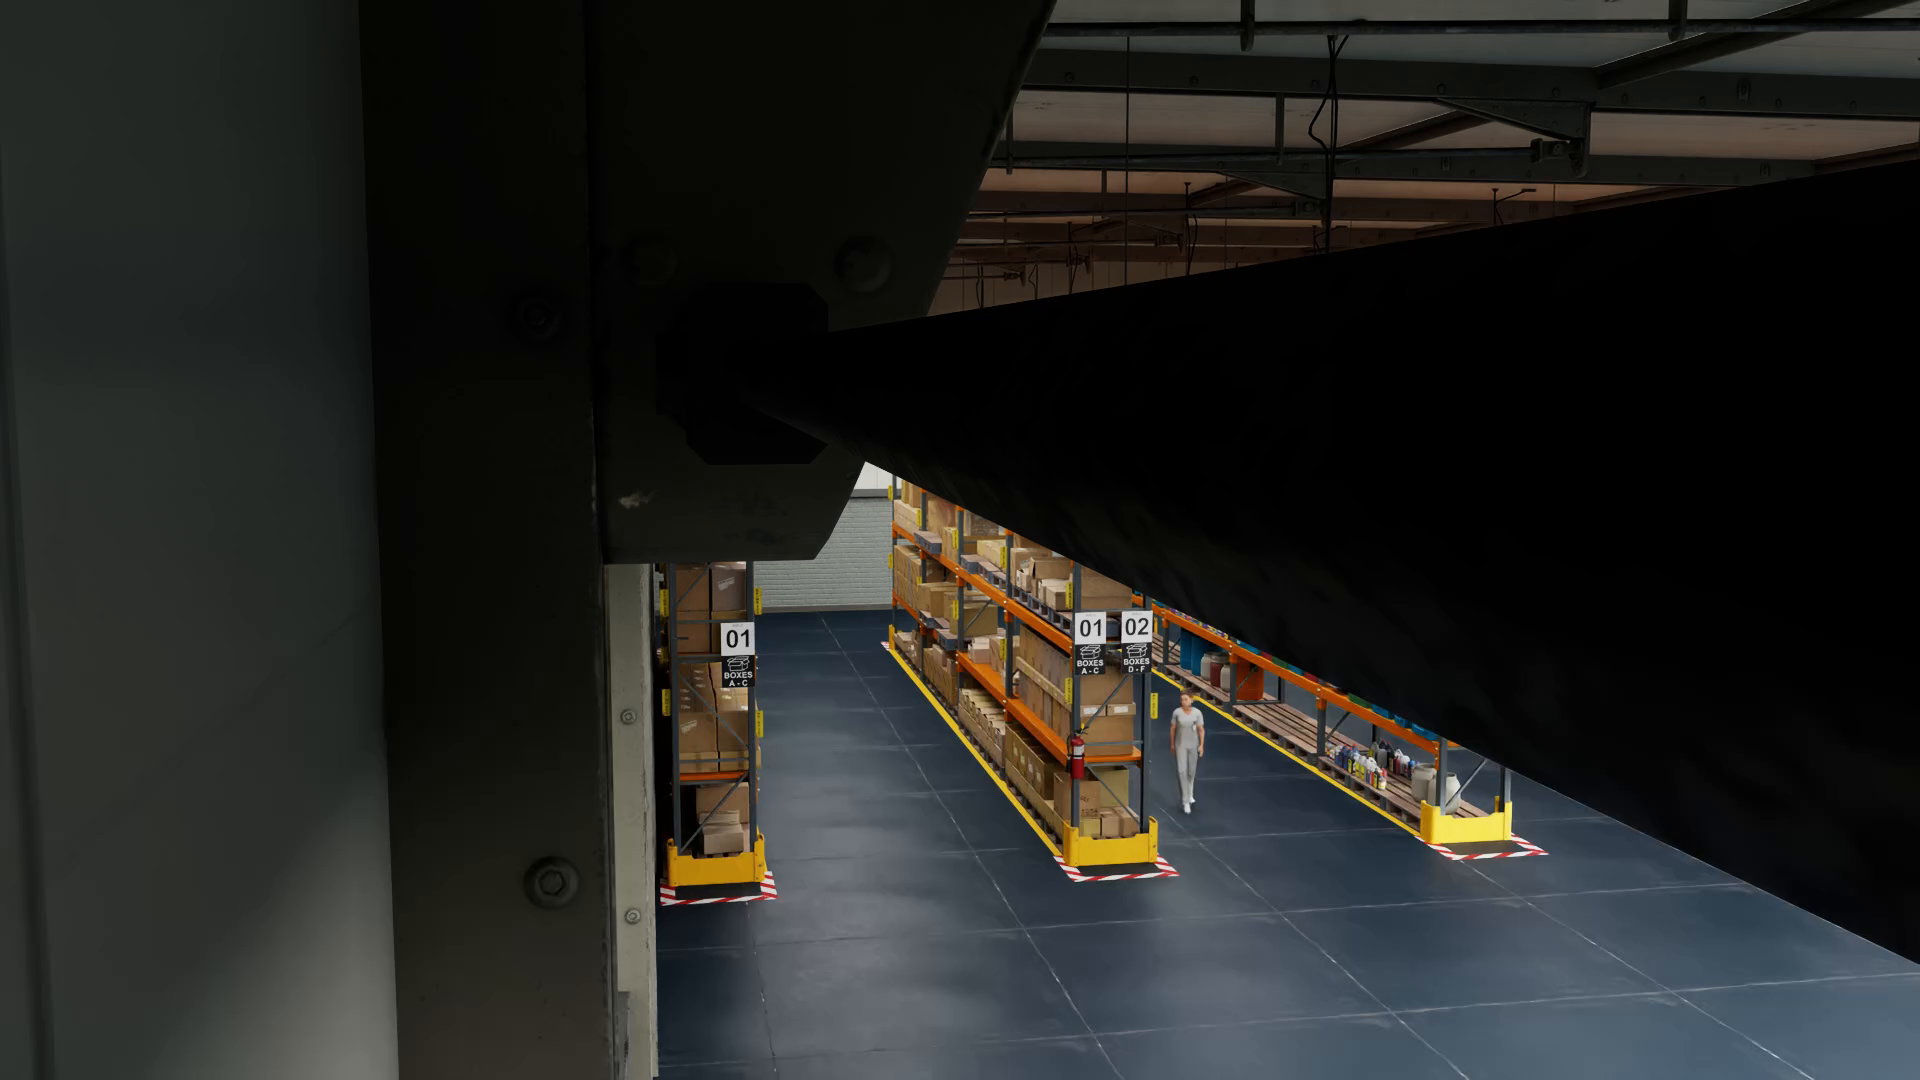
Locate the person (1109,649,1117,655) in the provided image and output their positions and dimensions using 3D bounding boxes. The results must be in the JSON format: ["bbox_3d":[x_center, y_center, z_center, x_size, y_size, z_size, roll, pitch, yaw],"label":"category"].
[{"bbox_3d":[2.844,2.023,32.142,0.729,1.687,0.620,0,6,-2],"label":"person"}]

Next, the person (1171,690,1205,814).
[{"bbox_3d":[3.236,2.972,23.552,0.459,1.687,0.771,0,6,-1],"label":"person"}]
